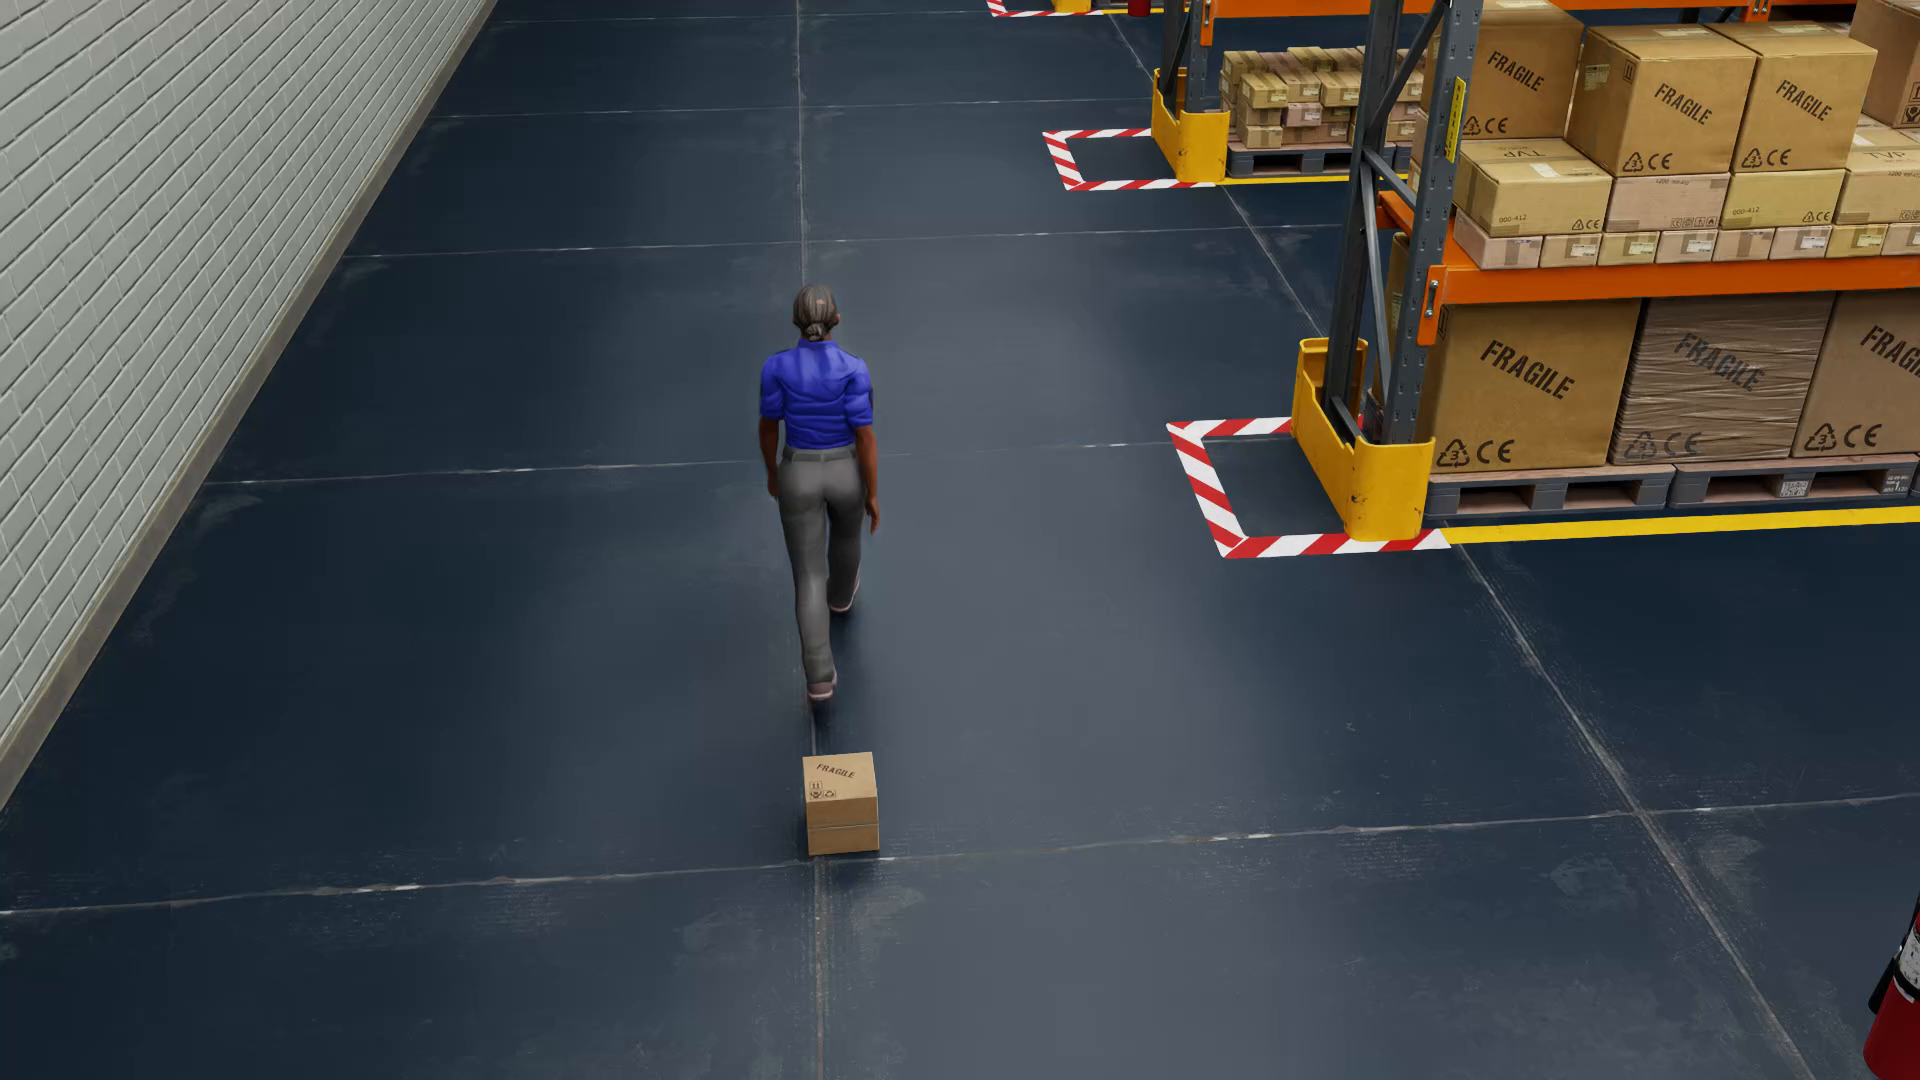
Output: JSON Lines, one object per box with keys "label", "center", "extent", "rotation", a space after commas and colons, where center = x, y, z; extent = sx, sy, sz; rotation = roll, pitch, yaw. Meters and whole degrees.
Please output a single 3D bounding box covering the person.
{"label": "person", "center": [-0.553, -0.241, 6.549], "extent": [0.455, 1.598, 1.039], "rotation": [-3, 31, -5]}
